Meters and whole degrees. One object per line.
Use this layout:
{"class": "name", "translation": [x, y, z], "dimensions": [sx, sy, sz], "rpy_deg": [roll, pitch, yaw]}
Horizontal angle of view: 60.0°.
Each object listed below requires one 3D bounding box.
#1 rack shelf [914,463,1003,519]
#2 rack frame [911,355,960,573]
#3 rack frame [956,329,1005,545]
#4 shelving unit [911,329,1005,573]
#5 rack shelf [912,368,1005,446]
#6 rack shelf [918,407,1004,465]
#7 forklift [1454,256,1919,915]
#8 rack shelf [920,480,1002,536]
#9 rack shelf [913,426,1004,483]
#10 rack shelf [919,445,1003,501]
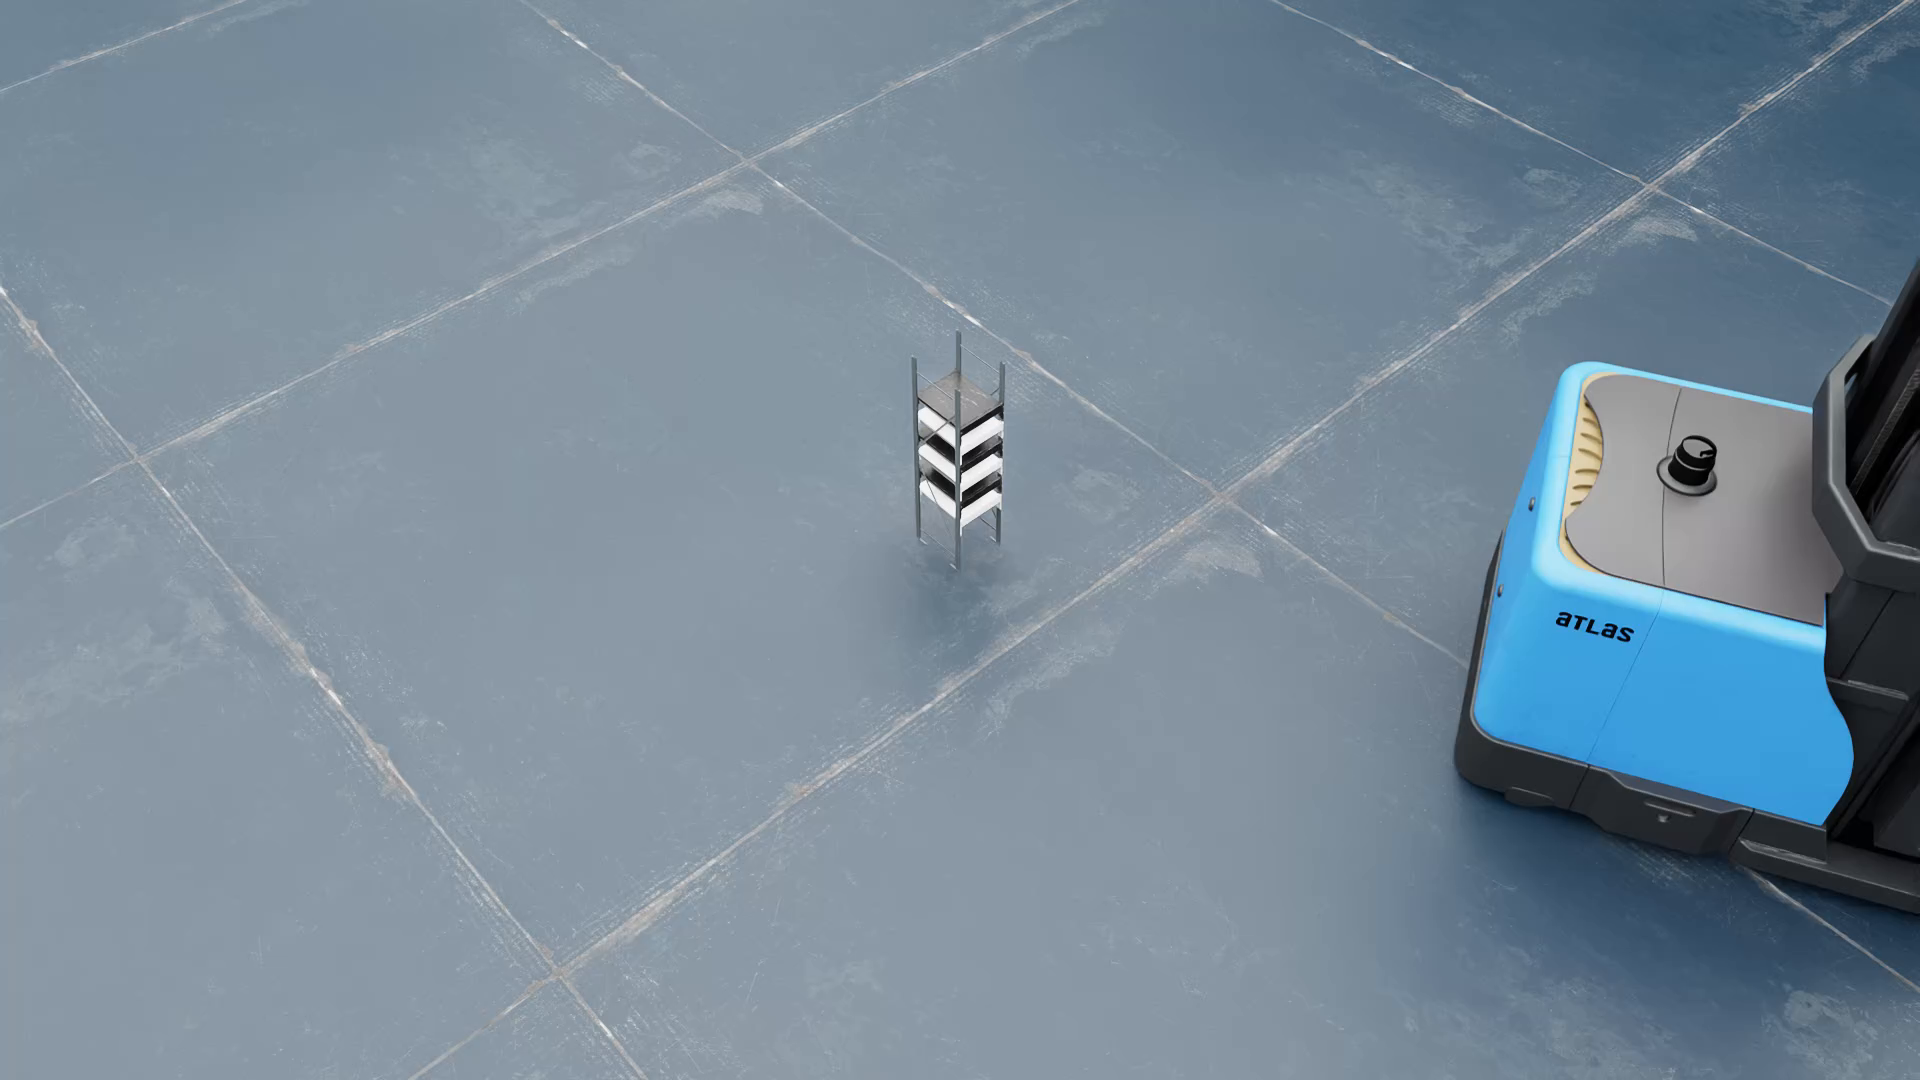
{"class": "rack shelf", "translation": [-0.006, -0.218, 6.006], "dimensions": [0.200, 0.077, 0.258], "rpy_deg": [-34, 56, -27]}
{"class": "rack frame", "translation": [-0.081, -0.251, 5.869], "dimensions": [0.006, 0.900, 0.240], "rpy_deg": [-34, 56, -27]}
{"class": "rack frame", "translation": [0.069, -0.351, 5.962], "dimensions": [0.006, 0.900, 0.240], "rpy_deg": [-34, 56, -27]}
{"class": "shelving unit", "translation": [-0.006, -0.301, 5.916], "dimensions": [0.210, 0.900, 0.258], "rpy_deg": [-34, 56, -27]}
{"class": "rack shelf", "translation": [-0.006, -0.462, 5.742], "dimensions": [0.200, 0.077, 0.258], "rpy_deg": [-34, 56, -27]}
{"class": "rack shelf", "translation": [-0.006, -0.401, 5.808], "dimensions": [0.200, 0.077, 0.258], "rpy_deg": [-34, 56, -27]}
{"class": "forklift", "translation": [3.202, -0.160, 4.403], "dimensions": [3.031, 2.935, 1.130], "rpy_deg": [15, 49, 13]}
{"class": "rack shelf", "translation": [-0.006, -0.156, 6.072], "dimensions": [0.200, 0.077, 0.258], "rpy_deg": [-34, 56, -27]}
{"class": "rack shelf", "translation": [-0.006, -0.340, 5.874], "dimensions": [0.200, 0.077, 0.258], "rpy_deg": [-34, 56, -27]}
{"class": "rack shelf", "translation": [-0.006, -0.279, 5.940], "dimensions": [0.200, 0.077, 0.258], "rpy_deg": [-34, 56, -27]}
